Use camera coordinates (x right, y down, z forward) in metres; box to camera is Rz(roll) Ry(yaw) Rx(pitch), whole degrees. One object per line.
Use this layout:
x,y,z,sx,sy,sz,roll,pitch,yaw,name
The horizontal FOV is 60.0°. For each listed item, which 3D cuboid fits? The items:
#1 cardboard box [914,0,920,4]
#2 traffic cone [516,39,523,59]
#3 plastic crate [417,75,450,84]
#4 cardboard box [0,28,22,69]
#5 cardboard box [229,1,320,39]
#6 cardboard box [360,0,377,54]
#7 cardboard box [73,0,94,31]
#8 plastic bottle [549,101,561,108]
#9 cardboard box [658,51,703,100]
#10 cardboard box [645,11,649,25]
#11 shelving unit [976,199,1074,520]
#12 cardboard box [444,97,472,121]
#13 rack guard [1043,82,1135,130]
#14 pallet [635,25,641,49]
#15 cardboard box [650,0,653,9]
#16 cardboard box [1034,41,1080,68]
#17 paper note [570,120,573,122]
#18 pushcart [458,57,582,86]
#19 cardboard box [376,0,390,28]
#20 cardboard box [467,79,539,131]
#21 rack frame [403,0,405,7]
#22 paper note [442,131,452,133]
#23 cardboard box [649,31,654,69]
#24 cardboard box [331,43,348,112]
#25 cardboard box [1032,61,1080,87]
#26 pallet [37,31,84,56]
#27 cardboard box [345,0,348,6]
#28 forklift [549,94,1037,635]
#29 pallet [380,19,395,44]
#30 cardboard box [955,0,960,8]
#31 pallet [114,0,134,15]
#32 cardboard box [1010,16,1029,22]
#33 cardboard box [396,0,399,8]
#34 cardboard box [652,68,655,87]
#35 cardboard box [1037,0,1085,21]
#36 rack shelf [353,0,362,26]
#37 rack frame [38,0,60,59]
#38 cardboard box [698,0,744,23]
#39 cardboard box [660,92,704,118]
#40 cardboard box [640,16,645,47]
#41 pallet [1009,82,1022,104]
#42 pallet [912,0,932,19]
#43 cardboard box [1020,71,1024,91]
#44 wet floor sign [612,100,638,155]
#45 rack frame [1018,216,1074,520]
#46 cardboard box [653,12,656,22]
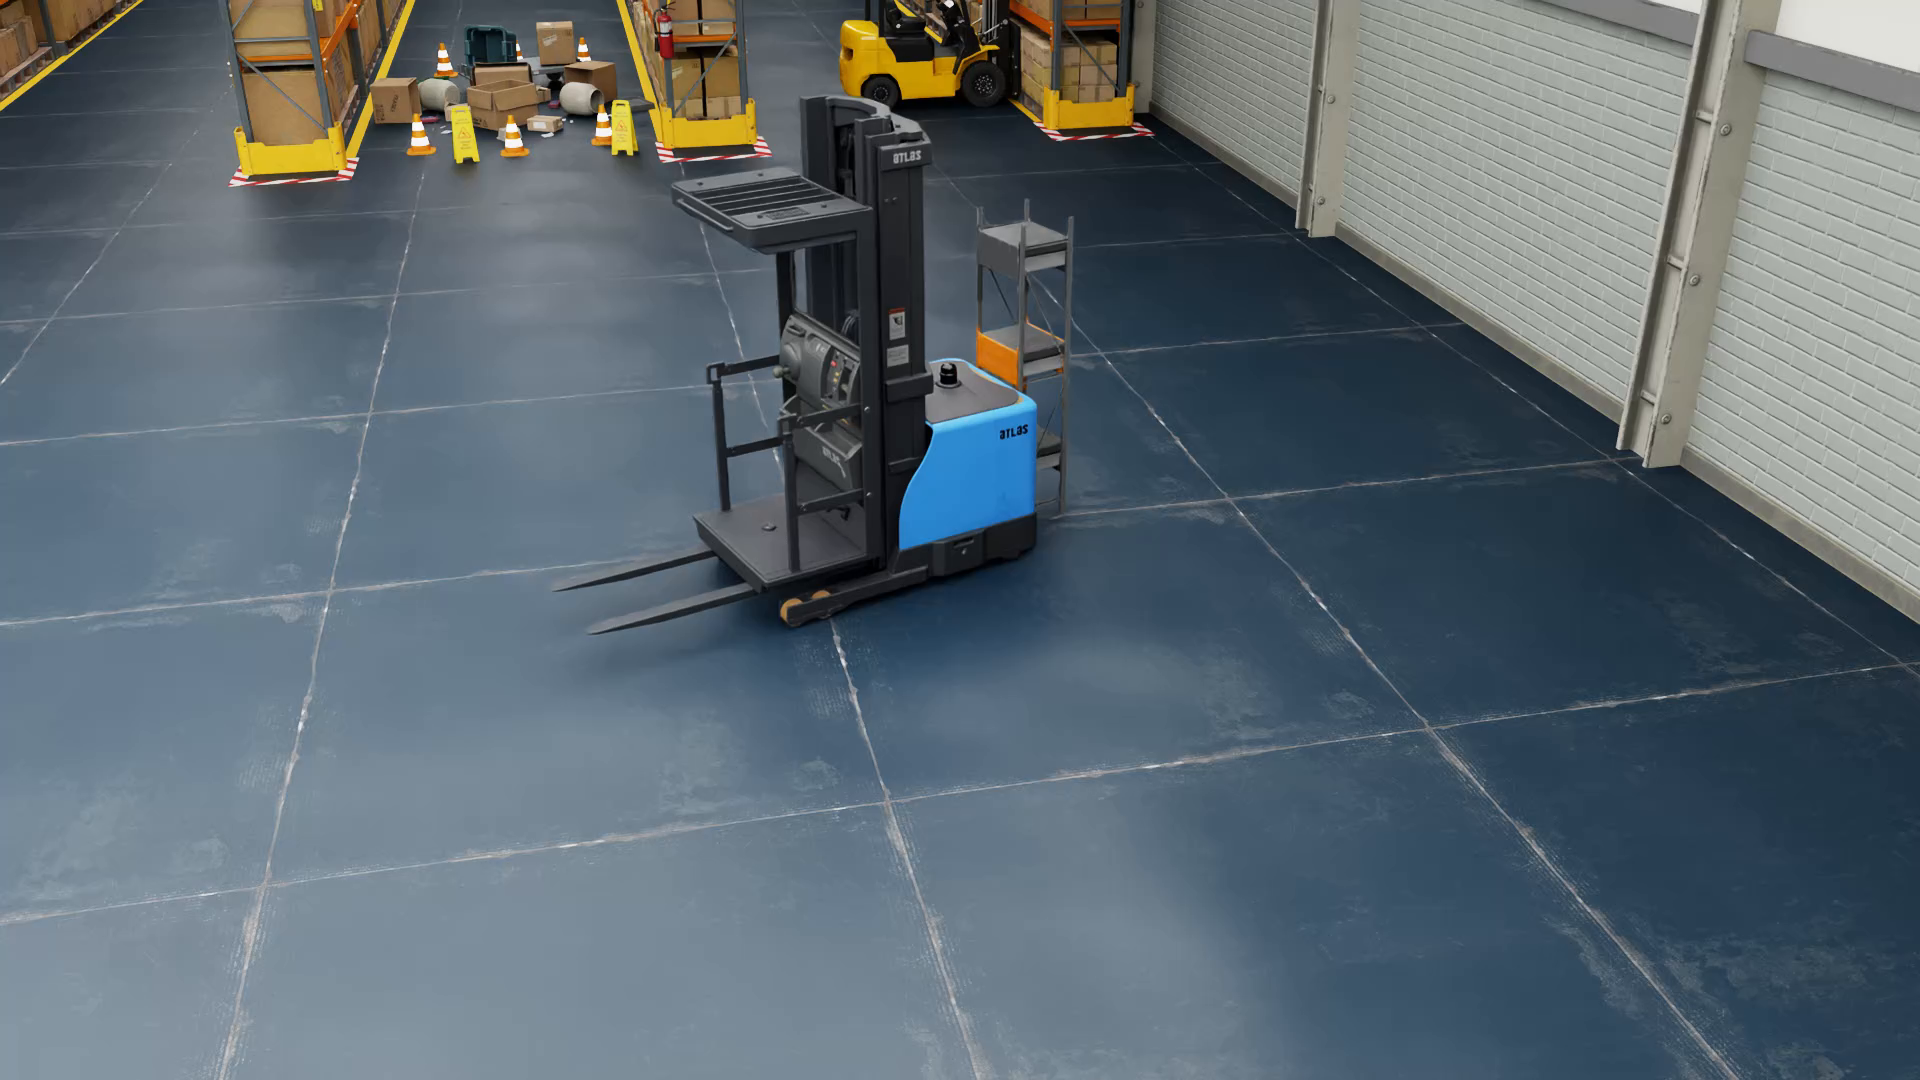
-0.524,-9.804,29.500,0.500,0.500,0.500,-6,27,-12,cardboard box
-6.733,-7.382,25.209,0.336,0.463,0.334,-6,27,-12,traffic cone
-7.534,-6.367,23.438,0.450,0.188,0.662,-2,25,20,plastic crate
-14.164,-7.134,24.188,0.700,0.500,0.500,-4,27,-7,cardboard box
-8.221,-6.248,19.980,0.875,0.550,0.550,-6,27,-12,cardboard box
-9.501,-7.819,25.289,1.050,0.750,0.750,-6,27,-11,cardboard box
-14.935,-8.772,27.040,1.225,0.875,0.875,-6,27,-11,cardboard box
-5.586,-6.018,22.951,0.133,0.061,0.283,-1,27,-3,plastic bottle
-3.583,-5.951,21.310,0.500,0.500,0.500,-6,27,-11,cardboard box
-4.210,-7.324,23.311,0.380,0.149,0.250,-6,27,-11,cardboard box
0.413,-1.143,11.031,0.431,2.100,0.503,-16,31,-29,shelving unit
-6.668,-5.751,22.197,0.396,0.266,0.258,-1,27,-3,cardboard box
1.692,-5.710,21.854,1.175,0.500,0.348,-6,27,-12,rack guard
-4.777,-8.255,27.216,1.003,0.211,1.213,-6,27,-12,pallet
-3.757,-7.159,21.509,0.500,0.500,0.500,-6,27,-12,cardboard box
1.279,-6.413,21.949,0.500,0.250,0.500,-5,27,-10,cardboard box
-5.168,-5.572,22.124,0.032,0.001,0.123,-6,27,-12,paper note
-6.260,-6.663,23.878,1.648,0.377,0.936,-16,31,-29,pushcart
-9.662,-8.704,27.319,0.500,0.500,0.500,-7,28,-14,cardboard box
-6.011,-5.730,21.891,0.637,0.503,0.797,19,32,32,cardboard box
-10.653,-11.052,29.663,1.000,3.000,0.127,-6,27,-12,rack frame
-6.638,-5.300,21.565,0.144,0.017,0.142,3,27,6,paper note
-4.048,-6.861,23.114,0.500,0.500,0.500,-5,27,-10,cardboard box
-8.569,-6.100,21.745,0.875,0.875,0.875,-6,27,-11,cardboard box
1.272,-6.201,22.085,0.500,0.250,0.500,-6,27,-12,cardboard box
-14.711,-7.945,26.604,1.003,0.211,1.213,-6,27,-12,pallet
-8.755,-7.446,22.353,0.875,0.550,0.550,-6,27,-12,cardboard box
-1.022,-1.057,9.937,3.031,2.935,1.130,-16,31,-28,forklift
-9.926,-8.394,27.493,1.003,0.211,1.213,-6,27,-12,pallet
0.318,-8.619,27.013,0.875,0.625,0.625,-7,28,-14,cardboard box
-15.603,-9.689,30.059,1.003,0.211,1.213,-6,27,-12,pallet
0.817,-7.312,23.729,0.500,0.250,0.500,-5,27,-10,cardboard box
-10.125,-9.599,29.093,0.500,0.500,0.500,-7,28,-13,cardboard box
-4.049,-6.527,23.284,0.500,0.250,0.500,-4,27,-9,cardboard box
1.320,-7.070,21.664,0.500,0.500,0.500,-7,28,-13,cardboard box
-9.301,-8.096,24.607,1.077,0.370,4.000,-6,27,-12,rack shelf
-14.606,-8.836,25.274,1.000,3.000,0.127,-6,27,-12,rack frame
-2.985,-6.744,20.688,0.500,0.500,0.500,-6,27,-12,cardboard box
-3.598,-5.629,21.505,0.500,0.250,0.500,-6,27,-12,cardboard box
-4.494,-7.951,25.971,0.950,0.372,0.625,-5,27,-10,cardboard box
1.202,-6.458,23.656,1.003,0.211,1.213,-6,27,-12,pallet
-0.248,-9.435,29.555,1.003,0.211,1.213,-6,27,-12,pallet
1.066,-6.410,23.053,0.500,0.250,0.500,-6,27,-11,cardboard box
-4.148,-5.088,20.460,0.267,0.644,0.232,3,27,6,wet floor sign
0.544,-1.050,10.847,0.400,2.100,0.015,-16,31,-29,rack frame
-3.731,-6.686,21.292,0.380,0.149,0.250,-5,27,-11,cardboard box
